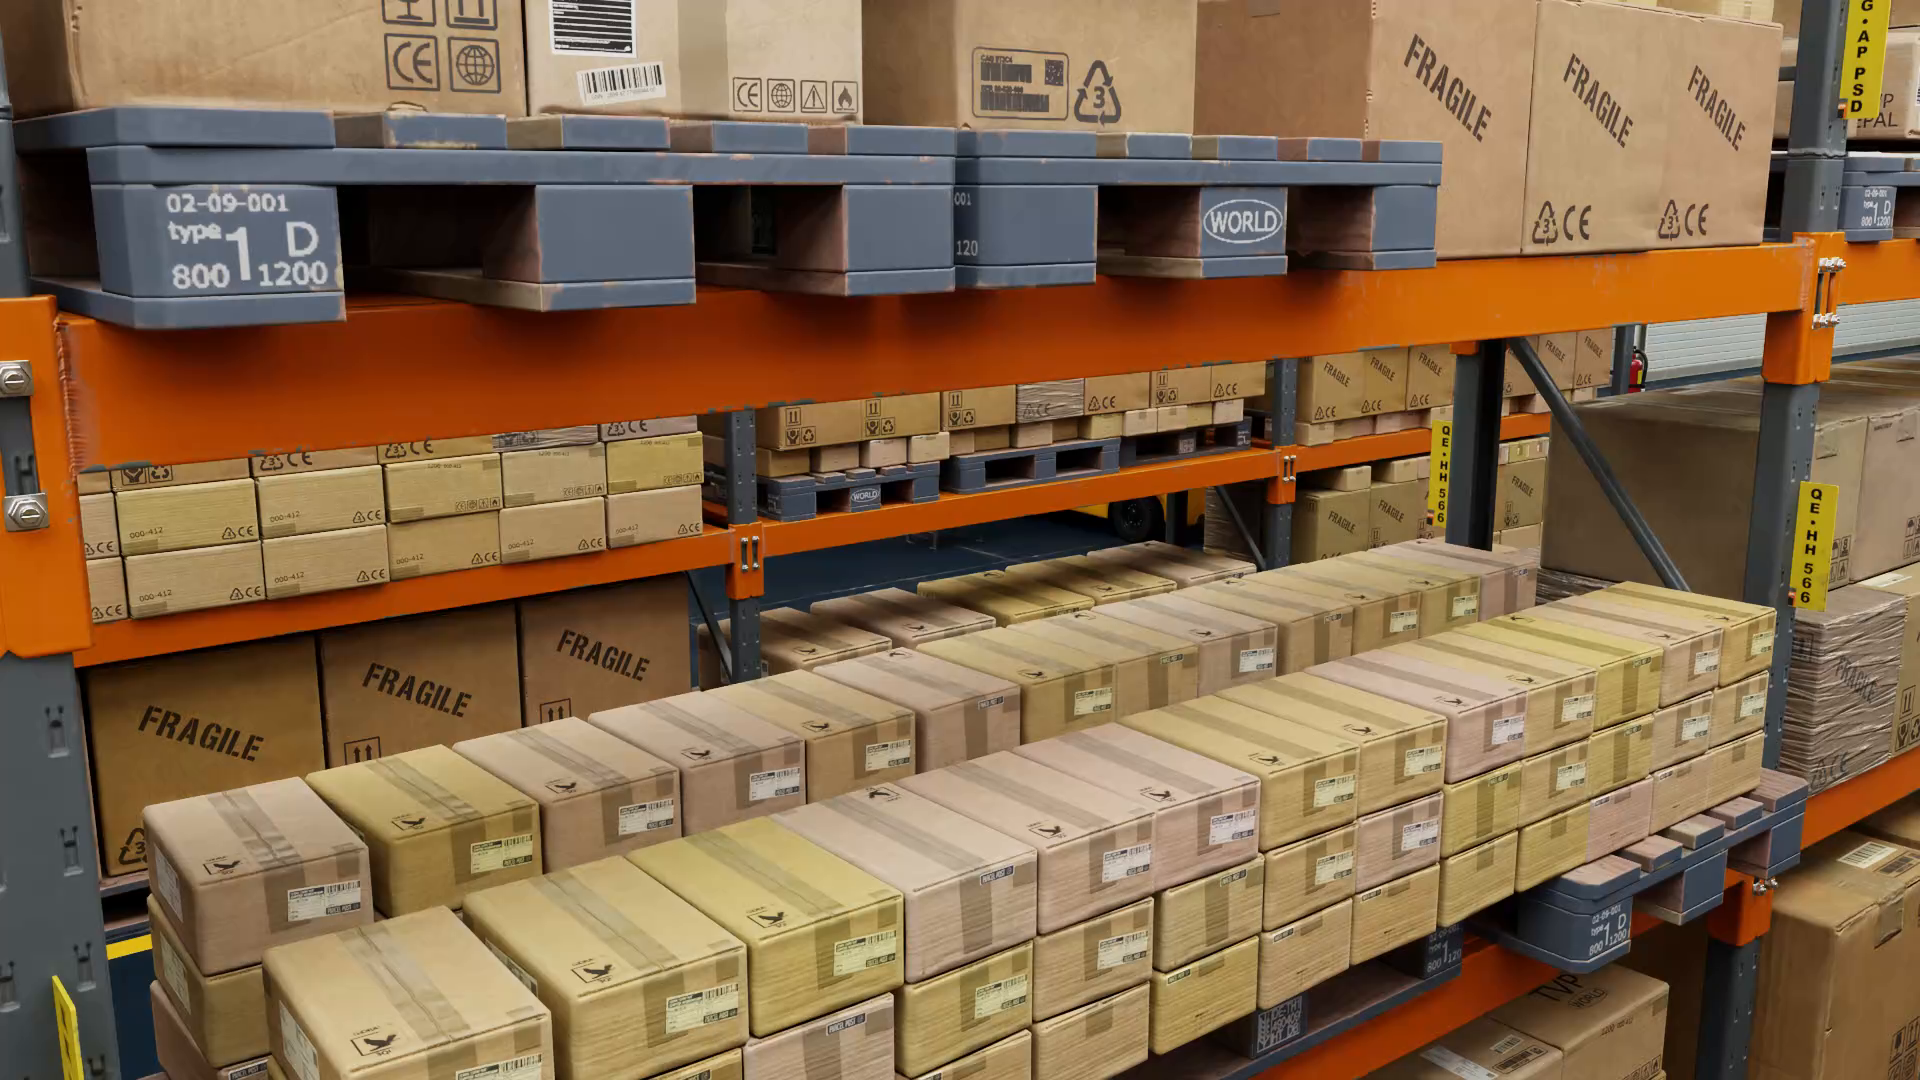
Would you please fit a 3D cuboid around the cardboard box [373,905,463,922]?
[{"bbox_3d":[-0.910,0.630,2.816,0.250,0.149,0.380,-9,15,-37],"label":"cardboard box"}]

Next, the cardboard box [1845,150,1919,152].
[{"bbox_3d":[3.351,-1.509,5.864,0.258,0.266,0.396,-9,15,-38],"label":"cardboard box"}]

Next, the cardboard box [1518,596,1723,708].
[{"bbox_3d":[1.527,0.254,3.872,0.250,0.149,0.380,-10,15,-38],"label":"cardboard box"}]

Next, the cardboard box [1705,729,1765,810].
[{"bbox_3d":[1.723,0.514,4.083,0.250,0.149,0.380,-9,15,-37],"label":"cardboard box"}]

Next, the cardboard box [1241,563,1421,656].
[{"bbox_3d":[0.936,0.179,4.226,0.250,0.149,0.380,-10,15,-38],"label":"cardboard box"}]

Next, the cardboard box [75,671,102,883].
[{"bbox_3d":[-4.040,0.927,6.645,0.875,0.875,0.875,-9,15,-36],"label":"cardboard box"}]

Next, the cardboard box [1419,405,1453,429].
[{"bbox_3d":[3.224,-0.882,11.664,0.250,0.149,0.380,-9,15,-37],"label":"cardboard box"}]

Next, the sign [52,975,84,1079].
[{"bbox_3d":[-0.958,0.640,1.809,0.005,0.325,0.100,-9,15,-38],"label":"sign"}]

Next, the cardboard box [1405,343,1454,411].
[{"bbox_3d":[3.068,-1.190,11.552,0.500,0.500,0.500,-10,15,-38],"label":"cardboard box"}]

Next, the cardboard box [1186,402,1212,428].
[{"bbox_3d":[1.326,-0.791,10.226,0.250,0.149,0.380,-10,16,-39],"label":"cardboard box"}]

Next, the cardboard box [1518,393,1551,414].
[{"bbox_3d":[4.214,-1.045,12.434,0.250,0.149,0.380,-9,15,-37],"label":"cardboard box"}]

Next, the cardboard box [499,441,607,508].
[{"bbox_3d":[-1.968,-0.332,7.629,0.500,0.250,0.500,-10,16,-39],"label":"cardboard box"}]

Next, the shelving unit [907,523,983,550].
[{"bbox_3d":[-0.129,-1.006,13.810,0.503,2.100,0.431,-9,15,-38],"label":"shelving unit"}]

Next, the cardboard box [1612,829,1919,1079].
[{"bbox_3d":[2.352,1.288,5.246,0.750,0.750,1.050,-10,15,-38],"label":"cardboard box"}]

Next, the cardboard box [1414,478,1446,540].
[{"bbox_3d":[3.219,-0.250,11.886,0.500,0.500,0.500,-8,15,-35],"label":"cardboard box"}]

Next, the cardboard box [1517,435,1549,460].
[{"bbox_3d":[4.189,-0.710,12.493,0.250,0.149,0.380,-9,15,-36],"label":"cardboard box"}]

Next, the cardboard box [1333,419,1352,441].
[{"bbox_3d":[2.384,-0.758,11.084,0.250,0.149,0.380,-9,15,-36],"label":"cardboard box"}]

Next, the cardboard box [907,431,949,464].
[{"bbox_3d":[-0.269,-0.518,8.942,0.250,0.149,0.380,-9,15,-37],"label":"cardboard box"}]

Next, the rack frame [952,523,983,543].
[{"bbox_3d":[0.061,-1.037,13.959,0.015,2.100,0.400,-9,15,-38],"label":"rack frame"}]

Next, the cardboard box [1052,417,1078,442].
[{"bbox_3d":[0.468,-0.675,9.679,0.250,0.149,0.380,-10,16,-40],"label":"cardboard box"}]

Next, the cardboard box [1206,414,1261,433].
[{"bbox_3d":[1.833,-0.820,11.372,0.250,0.149,0.380,-10,15,-38],"label":"cardboard box"}]

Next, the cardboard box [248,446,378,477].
[{"bbox_3d":[-2.778,-0.565,6.920,0.500,0.500,0.500,-10,15,-39],"label":"cardboard box"}]

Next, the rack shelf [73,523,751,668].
[{"bbox_3d":[-2.912,0.279,7.324,4.000,0.370,1.077,-9,15,-38],"label":"rack shelf"}]

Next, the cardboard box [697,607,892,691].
[{"bbox_3d":[-0.903,0.676,9.039,0.625,0.372,0.950,-11,16,-41],"label":"cardboard box"}]

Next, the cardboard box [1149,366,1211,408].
[{"bbox_3d":[1.169,-1.089,10.070,0.500,0.500,0.500,-9,15,-37],"label":"cardboard box"}]

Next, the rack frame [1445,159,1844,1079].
[{"bbox_3d":[1.821,0.457,4.753,0.127,3.000,1.000,-9,15,-38],"label":"rack frame"}]

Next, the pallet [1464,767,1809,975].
[{"bbox_3d":[1.331,0.661,4.256,1.003,0.211,1.213,-9,15,-38],"label":"pallet"}]

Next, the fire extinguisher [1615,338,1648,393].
[{"bbox_3d":[5.274,-1.273,13.087,0.183,0.674,0.296,-9,15,-38],"label":"fire extinguisher"}]

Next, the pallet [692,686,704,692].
[{"bbox_3d":[-0.739,0.931,9.238,1.213,0.211,1.003,-9,15,-38],"label":"pallet"}]

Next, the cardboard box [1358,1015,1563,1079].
[{"bbox_3d":[1.063,1.307,3.956,0.500,0.250,0.500,-9,15,-37],"label":"cardboard box"}]

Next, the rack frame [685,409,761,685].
[{"bbox_3d":[-1.351,-0.332,8.472,0.127,3.000,1.000,-9,15,-38],"label":"rack frame"}]

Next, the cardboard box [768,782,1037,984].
[{"bbox_3d":[-0.096,0.524,2.599,0.250,0.149,0.380,-10,15,-38],"label":"cardboard box"}]

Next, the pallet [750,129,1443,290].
[{"bbox_3d":[0.054,-0.597,2.948,1.003,0.211,1.213,-9,15,-38],"label":"pallet"}]

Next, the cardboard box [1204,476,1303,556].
[{"bbox_3d":[2.067,-0.199,11.647,0.500,0.500,0.500,-10,15,-38],"label":"cardboard box"}]

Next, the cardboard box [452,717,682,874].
[{"bbox_3d":[-0.699,0.451,2.945,0.250,0.149,0.380,-10,16,-39],"label":"cardboard box"}]

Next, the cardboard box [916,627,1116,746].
[{"bbox_3d":[0.116,0.315,3.585,0.250,0.149,0.380,-10,15,-38],"label":"cardboard box"}]

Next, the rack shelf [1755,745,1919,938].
[{"bbox_3d":[3.382,0.550,6.050,4.000,0.370,1.077,-9,15,-38],"label":"rack shelf"}]

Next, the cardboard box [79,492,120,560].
[{"bbox_3d":[-3.565,-0.068,6.385,0.500,0.250,0.500,-9,15,-37],"label":"cardboard box"}]

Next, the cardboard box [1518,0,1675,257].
[{"bbox_3d":[1.151,-0.876,3.572,0.500,0.500,0.500,-9,15,-38],"label":"cardboard box"}]

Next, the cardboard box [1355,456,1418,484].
[{"bbox_3d":[2.937,-0.502,11.513,0.250,0.149,0.380,-9,15,-35],"label":"cardboard box"}]

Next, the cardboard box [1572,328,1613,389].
[{"bbox_3d":[4.645,-1.450,12.777,0.500,0.500,0.500,-10,15,-39],"label":"cardboard box"}]

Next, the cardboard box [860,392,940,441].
[{"bbox_3d":[-0.452,-0.822,8.809,0.500,0.500,0.500,-8,15,-35],"label":"cardboard box"}]

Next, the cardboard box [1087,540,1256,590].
[{"bbox_3d":[1.365,0.297,10.823,0.625,0.372,0.950,-9,15,-37],"label":"cardboard box"}]

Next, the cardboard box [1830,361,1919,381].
[{"bbox_3d":[3.370,-0.336,5.843,0.500,0.500,0.700,-10,15,-38],"label":"cardboard box"}]

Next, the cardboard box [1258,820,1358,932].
[{"bbox_3d":[0.512,0.569,3.107,0.250,0.149,0.380,-10,15,-39],"label":"cardboard box"}]

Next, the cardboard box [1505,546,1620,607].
[{"bbox_3d":[2.005,0.307,5.223,0.500,0.500,0.500,-9,15,-38],"label":"cardboard box"}]

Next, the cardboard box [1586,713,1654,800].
[{"bbox_3d":[1.308,0.437,3.727,0.250,0.149,0.380,-9,15,-36],"label":"cardboard box"}]

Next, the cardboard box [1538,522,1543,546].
[{"bbox_3d":[4.414,-0.079,12.888,0.500,0.250,0.500,-10,15,-38],"label":"cardboard box"}]

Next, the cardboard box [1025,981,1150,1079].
[{"bbox_3d":[0.098,0.783,2.812,0.250,0.149,0.380,-10,16,-40],"label":"cardboard box"}]

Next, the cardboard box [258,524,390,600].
[{"bbox_3d":[-2.756,0.051,7.027,0.500,0.250,0.500,-10,15,-39],"label":"cardboard box"}]

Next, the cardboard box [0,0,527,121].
[{"bbox_3d":[-0.938,-0.776,2.090,0.500,0.500,0.700,-9,15,-38],"label":"cardboard box"}]

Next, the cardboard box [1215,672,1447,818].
[{"bbox_3d":[0.713,0.389,3.235,0.250,0.149,0.380,-9,15,-35],"label":"cardboard box"}]

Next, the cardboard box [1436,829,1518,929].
[{"bbox_3d":[0.921,0.646,3.460,0.250,0.149,0.380,-10,16,-40],"label":"cardboard box"}]

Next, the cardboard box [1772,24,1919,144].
[{"bbox_3d":[2.523,-1.279,4.671,0.500,0.311,0.500,-9,15,-38],"label":"cardboard box"}]

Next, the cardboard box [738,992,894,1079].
[{"bbox_3d":[-0.305,0.704,2.467,0.250,0.149,0.380,-9,15,-36],"label":"cardboard box"}]
